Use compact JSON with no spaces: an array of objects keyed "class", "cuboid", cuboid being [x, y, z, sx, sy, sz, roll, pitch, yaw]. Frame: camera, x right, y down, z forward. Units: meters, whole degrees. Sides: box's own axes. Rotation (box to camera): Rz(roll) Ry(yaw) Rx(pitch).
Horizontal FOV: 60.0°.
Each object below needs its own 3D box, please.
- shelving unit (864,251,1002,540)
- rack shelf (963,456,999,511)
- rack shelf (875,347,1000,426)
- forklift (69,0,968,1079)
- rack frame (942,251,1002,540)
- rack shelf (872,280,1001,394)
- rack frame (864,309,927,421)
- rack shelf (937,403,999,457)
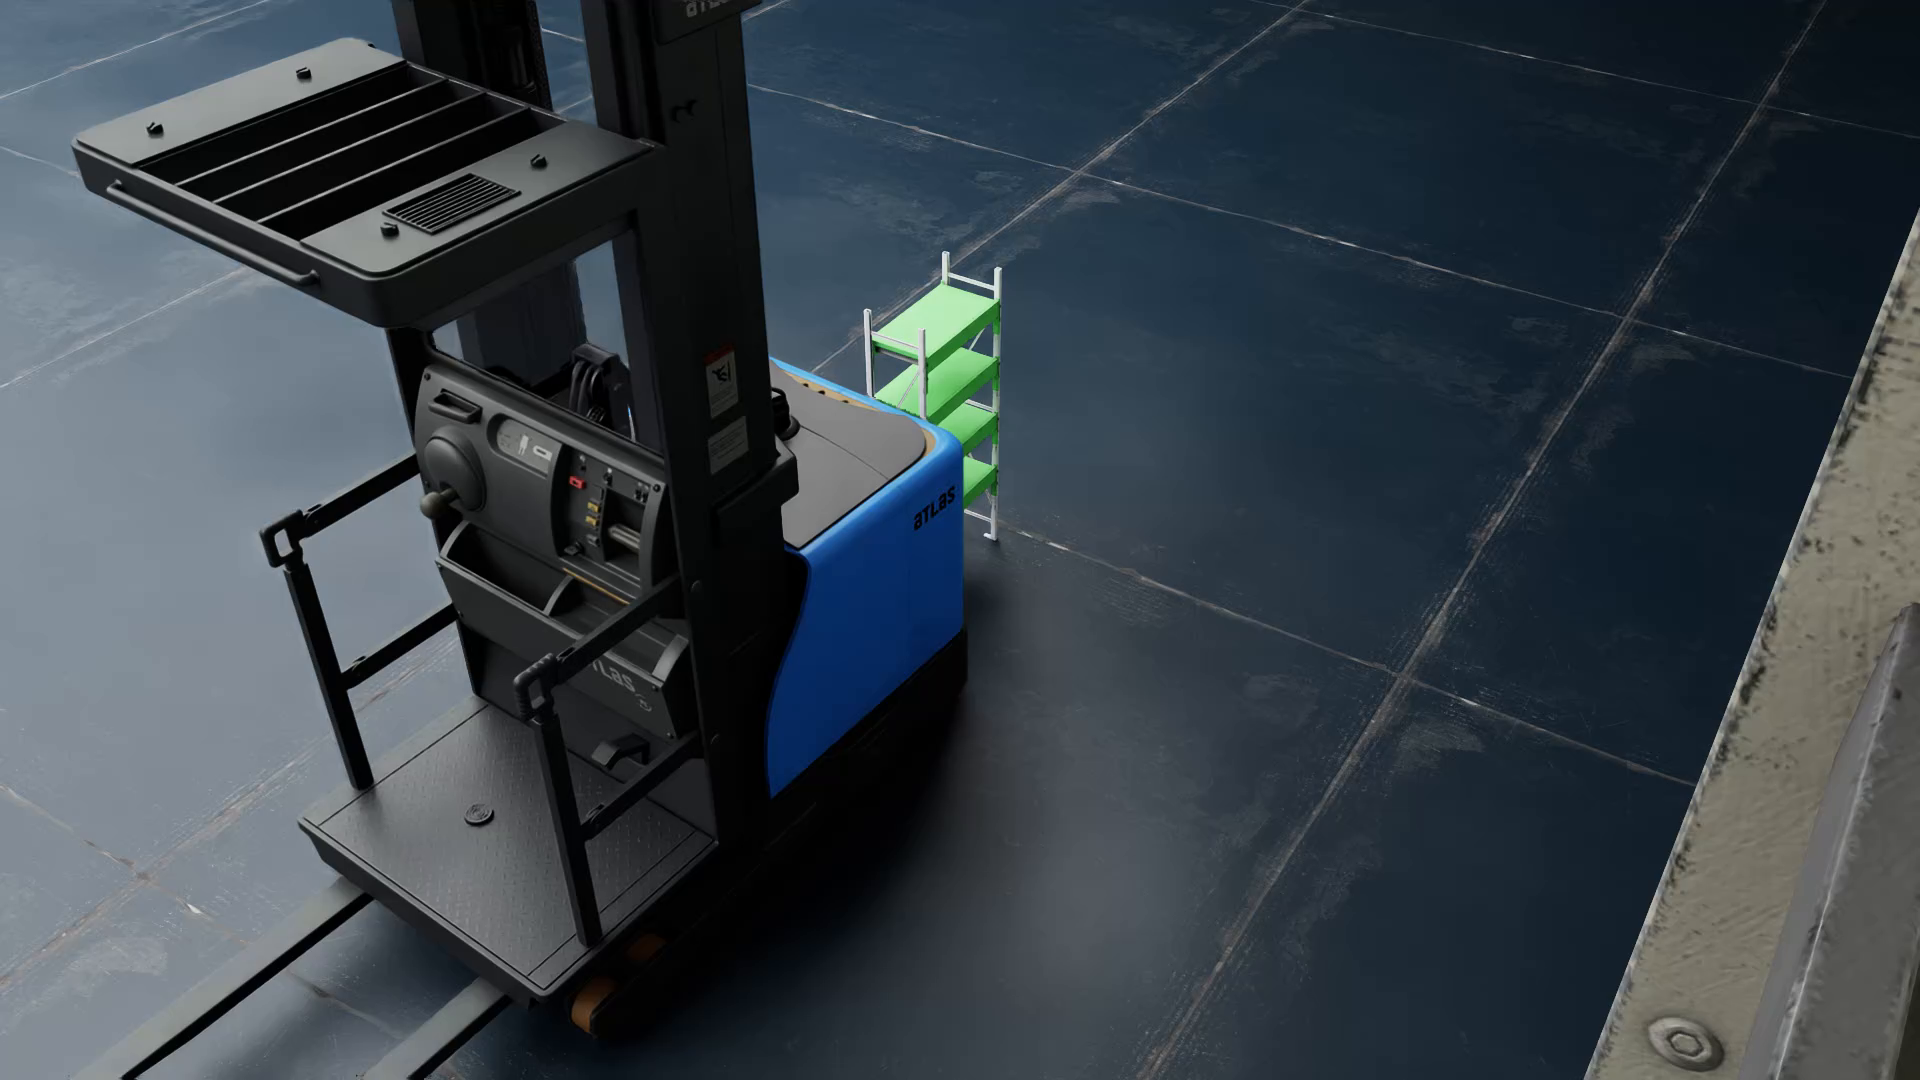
[{"class":"shelving unit","cuboid":[-0.089,-0.390,6.100,0.258,1.200,0.503,21,42,25]},{"class":"rack shelf","cuboid":[-0.089,-0.149,6.286,0.258,0.148,0.480,21,42,25]},{"class":"rack shelf","cuboid":[-0.089,-0.529,5.993,0.258,0.148,0.480,21,42,25]},{"class":"forklift","cuboid":[-1.254,-0.090,4.294,1.130,2.935,3.031,24,44,28]},{"class":"rack frame","cuboid":[0.042,-0.516,6.264,0.240,1.200,0.015,21,42,25]},{"class":"rack shelf","cuboid":[-0.089,-0.719,5.846,0.258,0.148,0.480,21,42,25]},{"class":"rack frame","cuboid":[-0.219,-0.264,5.937,0.240,1.200,0.015,21,42,25]},{"class":"rack shelf","cuboid":[-0.089,-0.339,6.139,0.258,0.148,0.480,21,42,25]}]
